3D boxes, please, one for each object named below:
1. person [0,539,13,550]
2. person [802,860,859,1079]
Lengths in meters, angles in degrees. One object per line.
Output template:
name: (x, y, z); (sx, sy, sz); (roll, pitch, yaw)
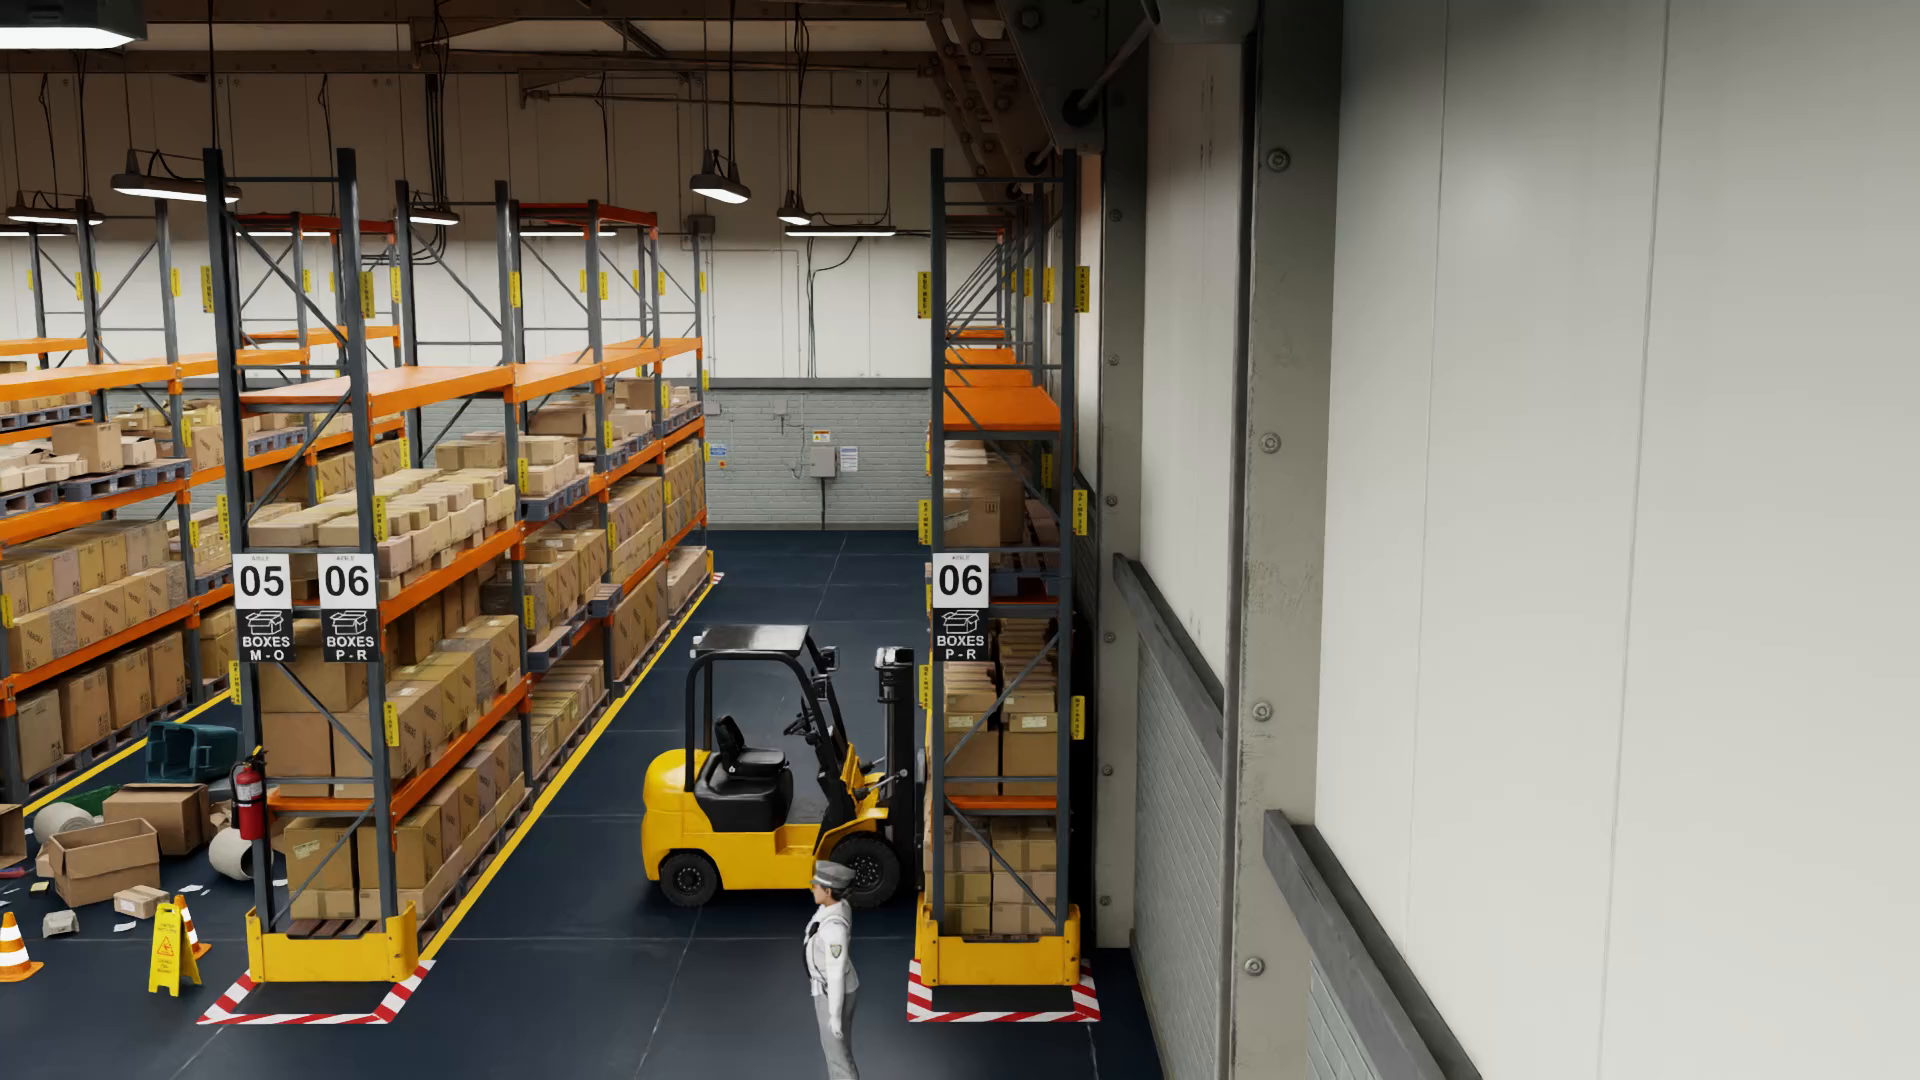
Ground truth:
person: (-12.852, 0.743, 22.419); (0.475, 1.829, 0.655); (7, 11, 36)
person: (-0.781, 2.748, 10.029); (0.343, 1.684, 0.551); (-1, 9, -7)
